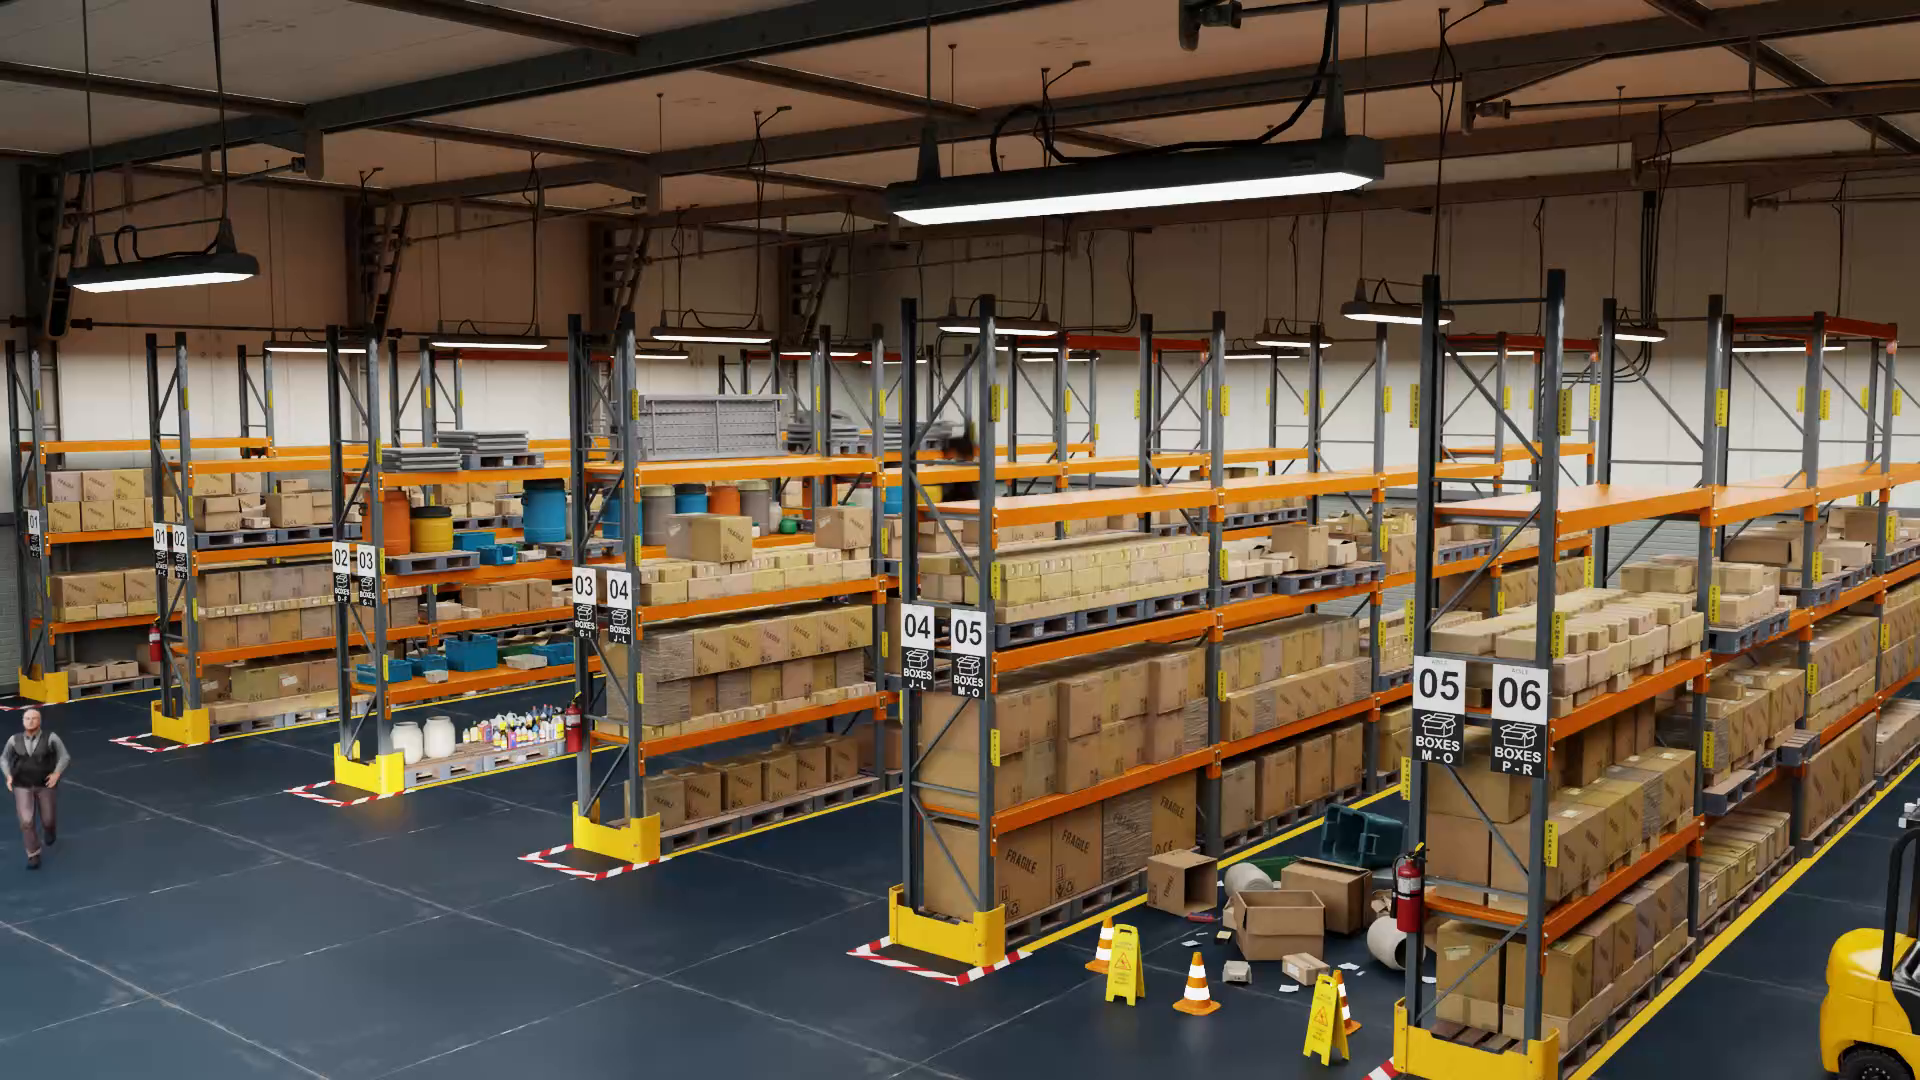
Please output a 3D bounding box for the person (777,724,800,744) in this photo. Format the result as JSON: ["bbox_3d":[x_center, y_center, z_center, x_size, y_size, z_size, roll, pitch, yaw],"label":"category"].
[{"bbox_3d":[-2.394,1.969,23.009,0.566,1.718,0.709,3,6,28],"label":"person"}]

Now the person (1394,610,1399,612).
[{"bbox_3d":[7.398,1.922,27.411,1.041,1.609,0.702,-5,7,-42],"label":"person"}]

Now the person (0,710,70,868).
[{"bbox_3d":[-10.114,2.688,18.187,0.694,1.686,0.737,-2,6,-23],"label":"person"}]
